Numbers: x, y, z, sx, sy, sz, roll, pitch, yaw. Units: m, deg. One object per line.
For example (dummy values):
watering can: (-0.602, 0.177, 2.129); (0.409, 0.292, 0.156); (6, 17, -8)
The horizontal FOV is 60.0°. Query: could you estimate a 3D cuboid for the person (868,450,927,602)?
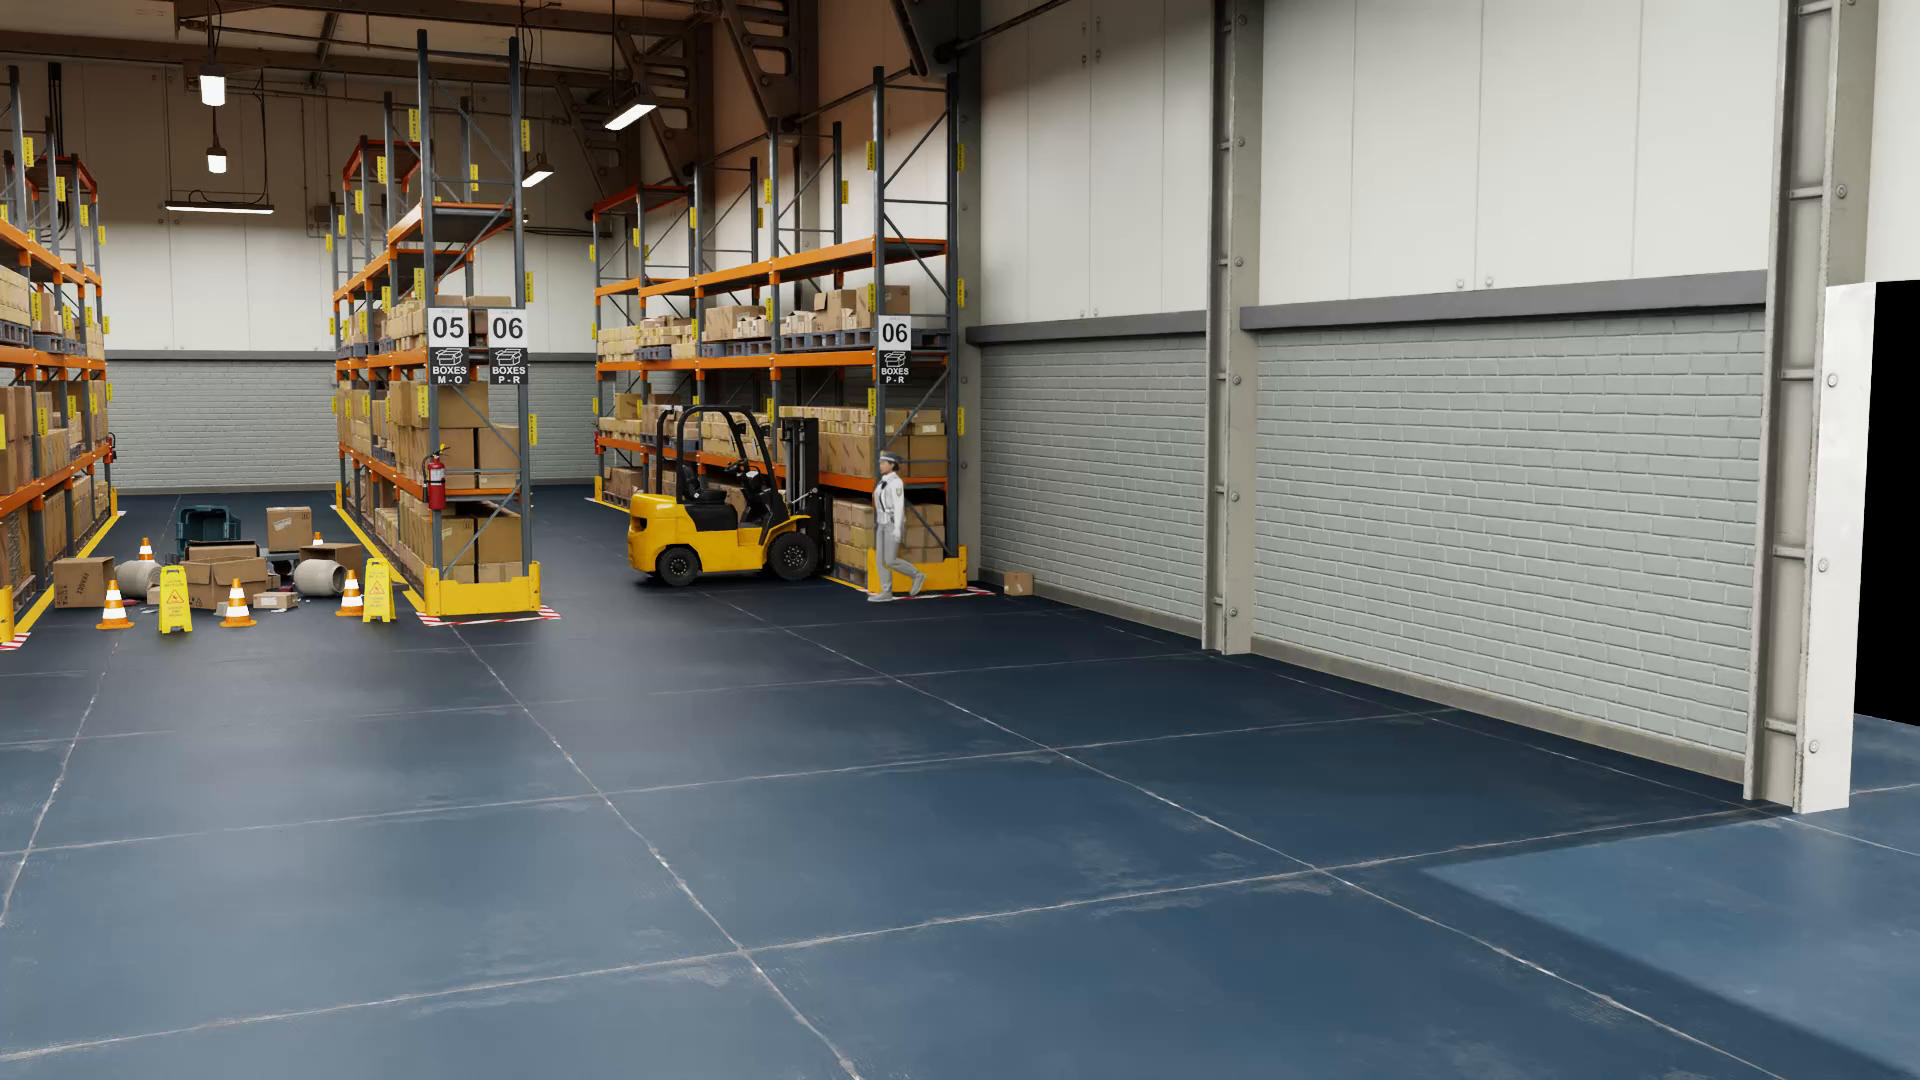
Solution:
person: (-0.699, -0.156, 18.285); (0.640, 1.669, 0.493); (-2, 6, -23)
